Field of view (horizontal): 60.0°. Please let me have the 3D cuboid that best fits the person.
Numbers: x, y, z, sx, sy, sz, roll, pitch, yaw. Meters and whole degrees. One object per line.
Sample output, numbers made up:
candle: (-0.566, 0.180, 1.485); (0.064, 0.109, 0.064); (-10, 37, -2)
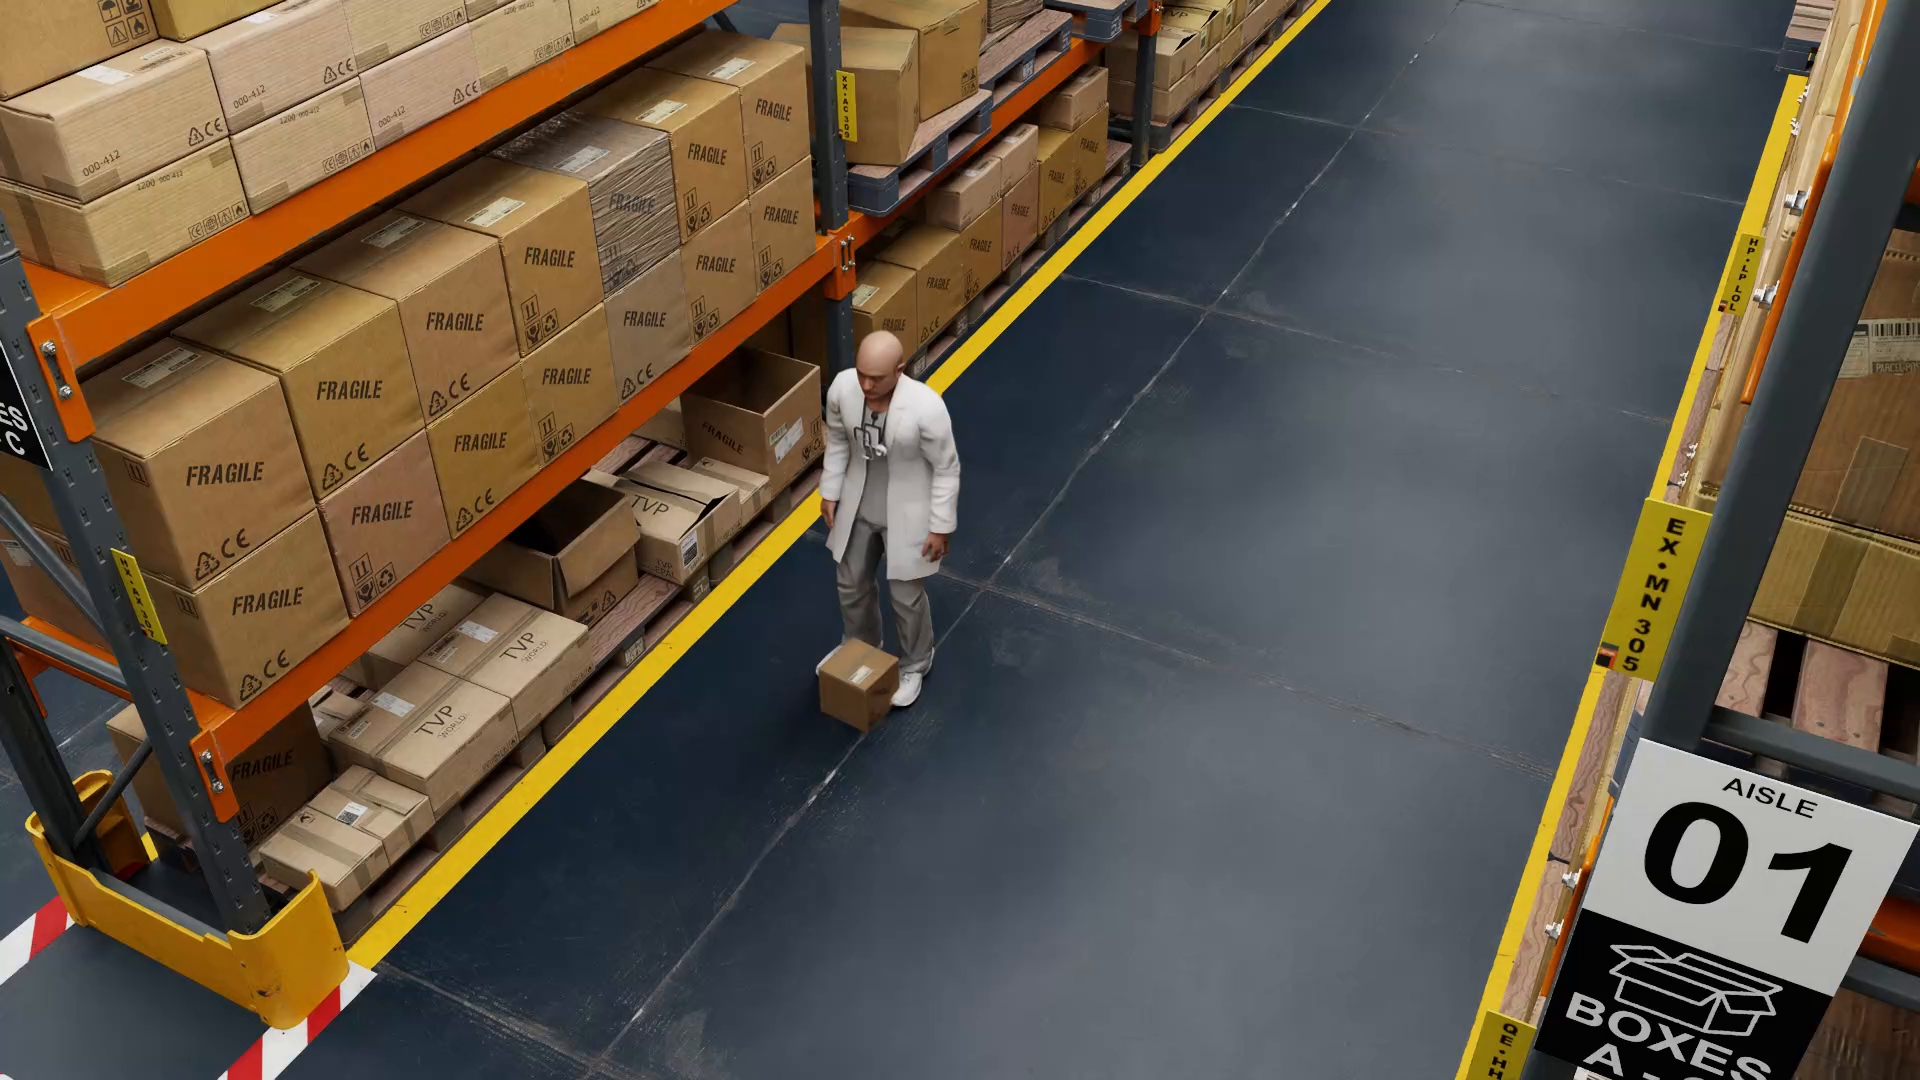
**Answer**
person: (-0.307, -0.111, 6.909); (0.640, 1.772, 0.428); (18, 41, 22)
